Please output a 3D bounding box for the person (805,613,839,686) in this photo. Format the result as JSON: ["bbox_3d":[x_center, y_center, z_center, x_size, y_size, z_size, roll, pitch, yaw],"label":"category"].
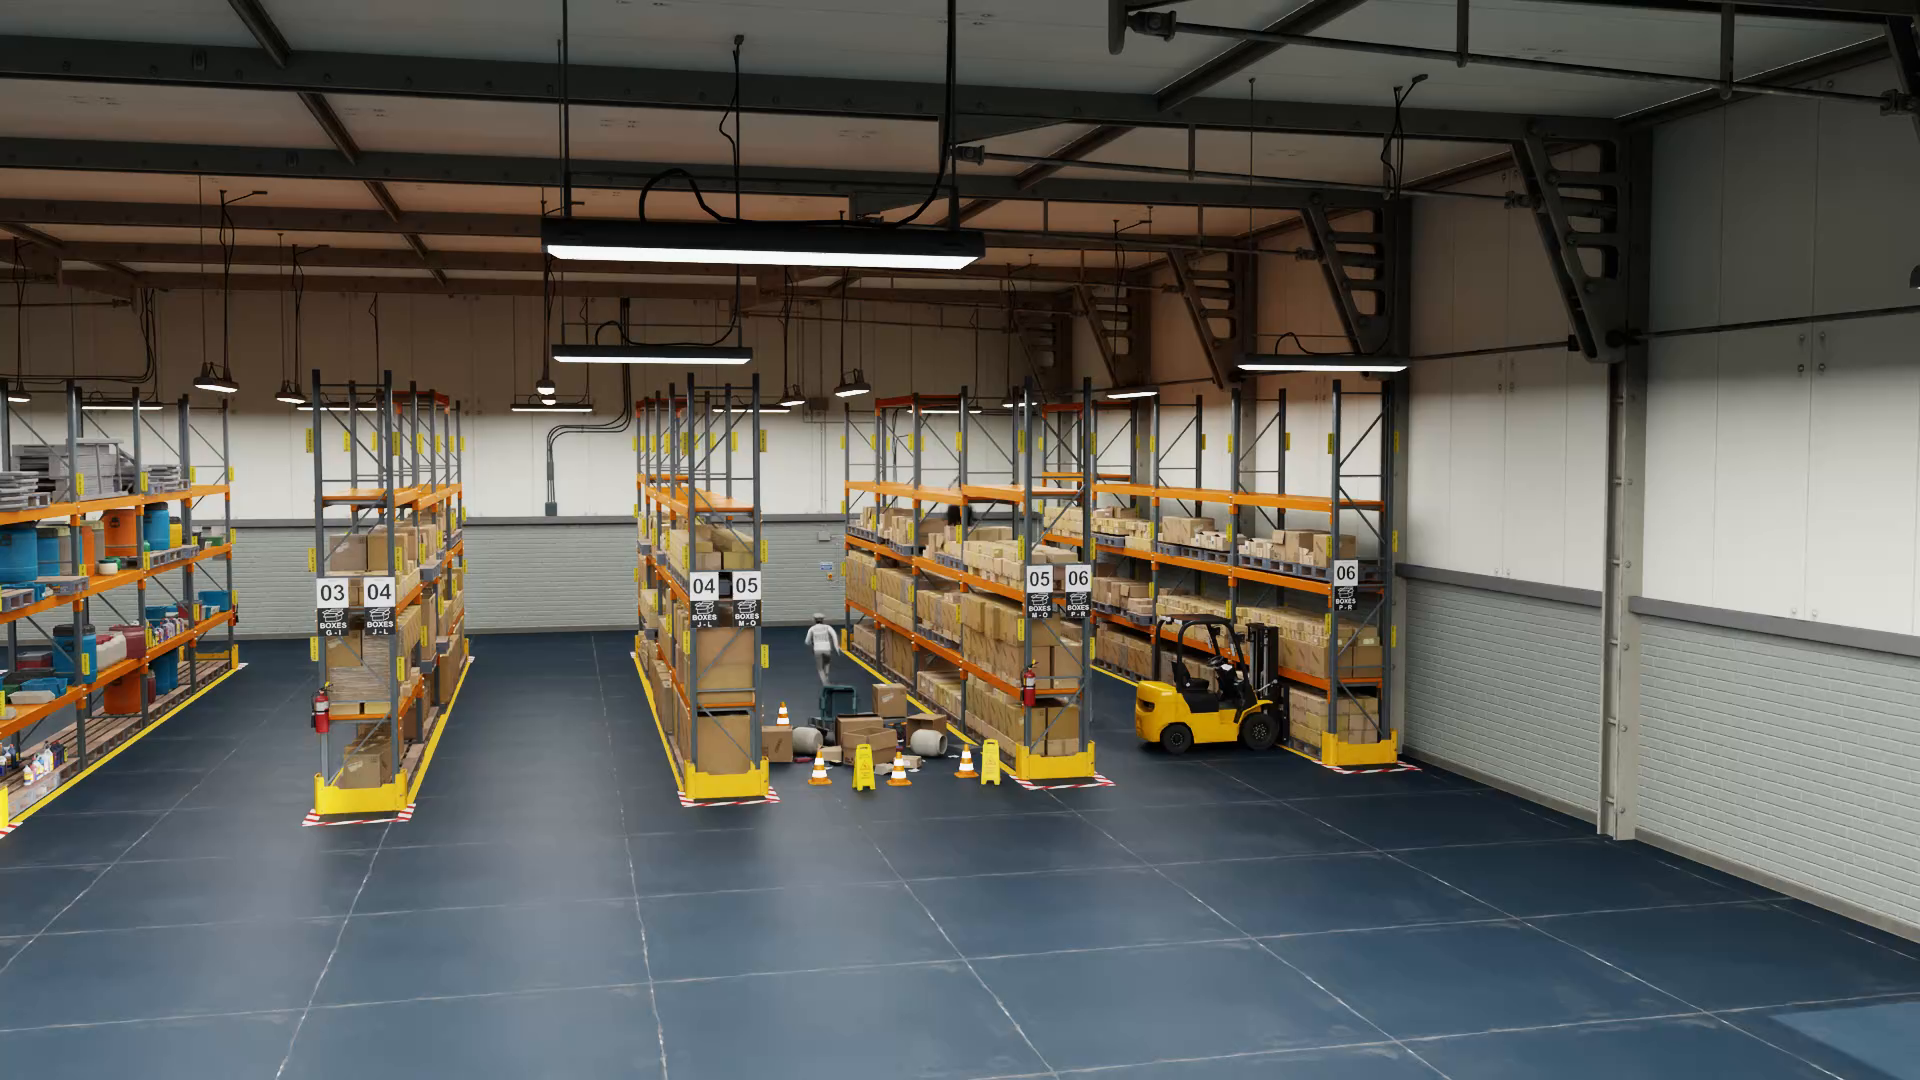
[{"bbox_3d":[-2.799,2.271,33.669,0.619,1.543,0.915,-1,3,-14],"label":"person"}]
